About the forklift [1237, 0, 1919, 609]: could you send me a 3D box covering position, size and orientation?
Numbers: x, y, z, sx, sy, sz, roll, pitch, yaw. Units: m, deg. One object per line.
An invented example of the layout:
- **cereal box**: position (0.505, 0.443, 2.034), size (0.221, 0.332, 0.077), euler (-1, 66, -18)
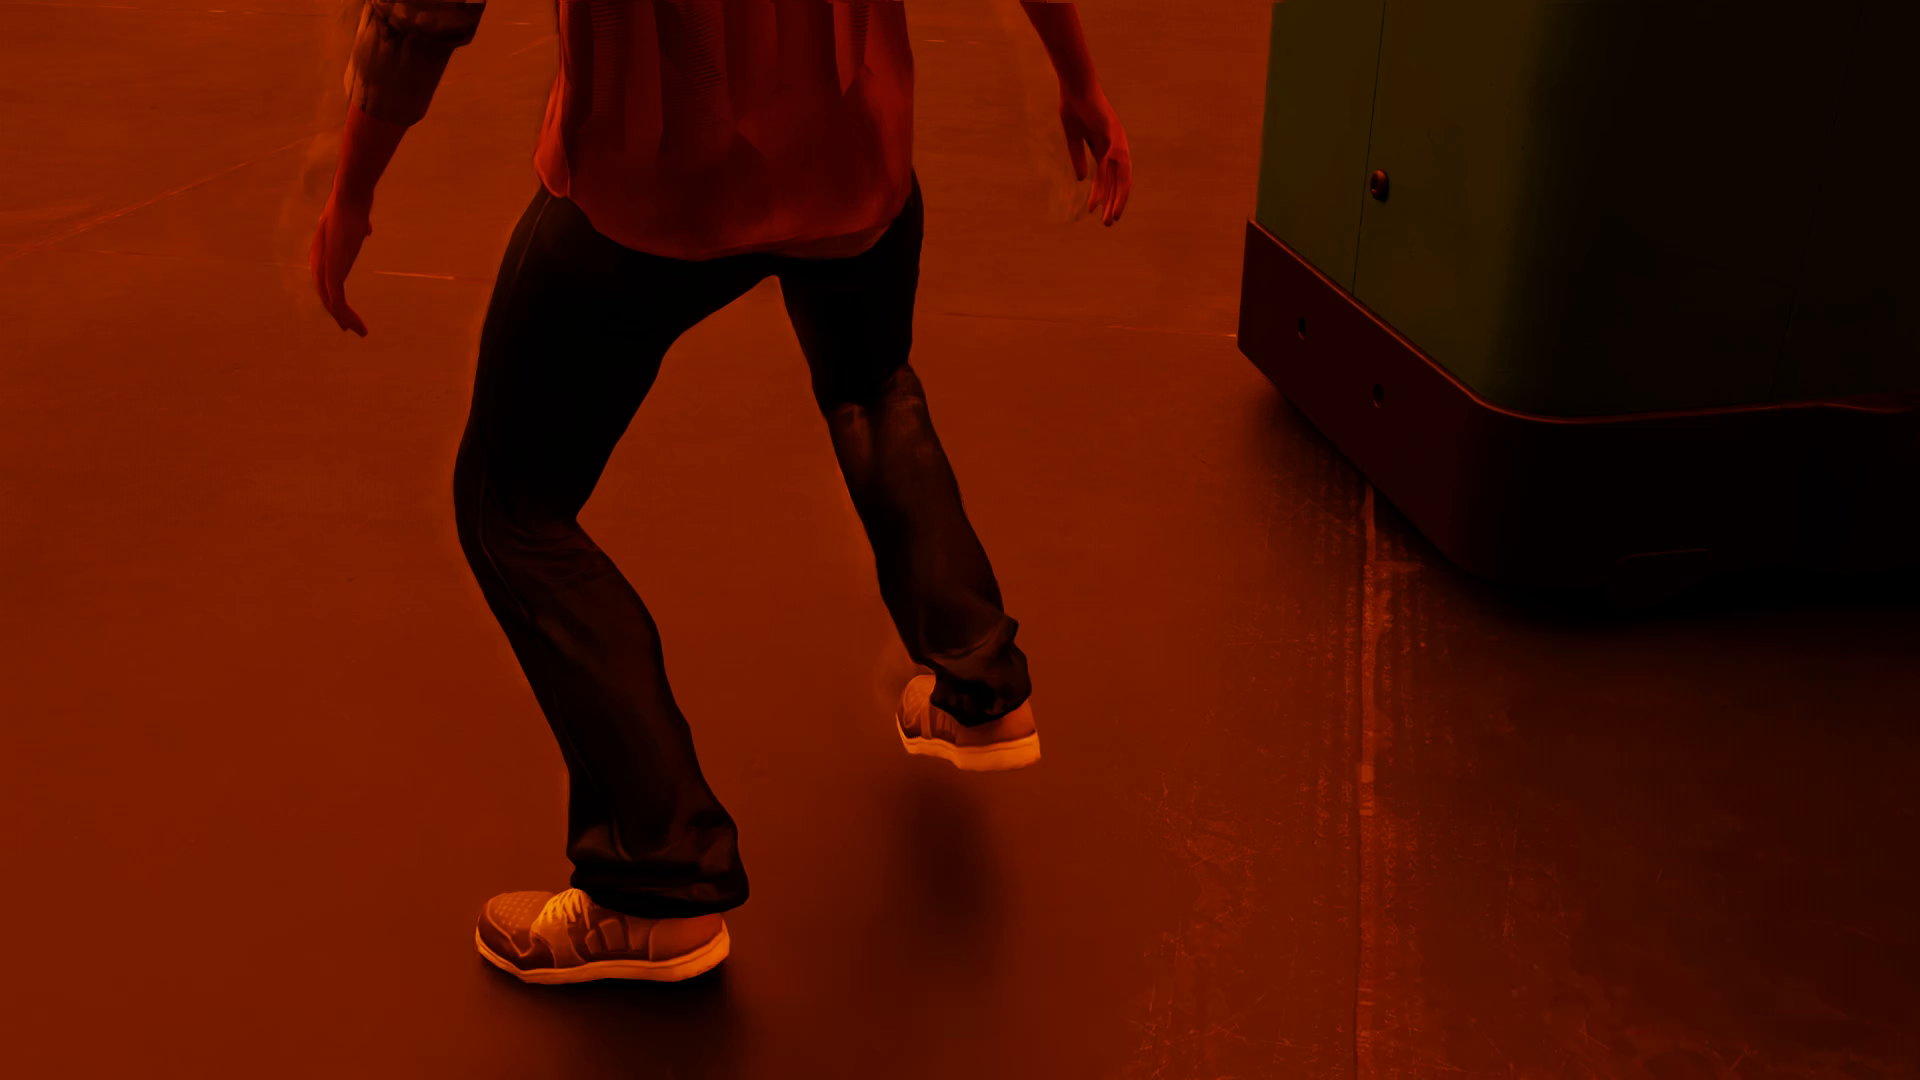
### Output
- **forklift**: position (2.076, -1.533, 2.285), size (3.031, 2.935, 1.130), euler (-5, 27, -10)

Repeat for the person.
- **person**: position (-0.203, -0.352, 1.538), size (0.762, 1.515, 0.452), euler (-13, 30, -25)
